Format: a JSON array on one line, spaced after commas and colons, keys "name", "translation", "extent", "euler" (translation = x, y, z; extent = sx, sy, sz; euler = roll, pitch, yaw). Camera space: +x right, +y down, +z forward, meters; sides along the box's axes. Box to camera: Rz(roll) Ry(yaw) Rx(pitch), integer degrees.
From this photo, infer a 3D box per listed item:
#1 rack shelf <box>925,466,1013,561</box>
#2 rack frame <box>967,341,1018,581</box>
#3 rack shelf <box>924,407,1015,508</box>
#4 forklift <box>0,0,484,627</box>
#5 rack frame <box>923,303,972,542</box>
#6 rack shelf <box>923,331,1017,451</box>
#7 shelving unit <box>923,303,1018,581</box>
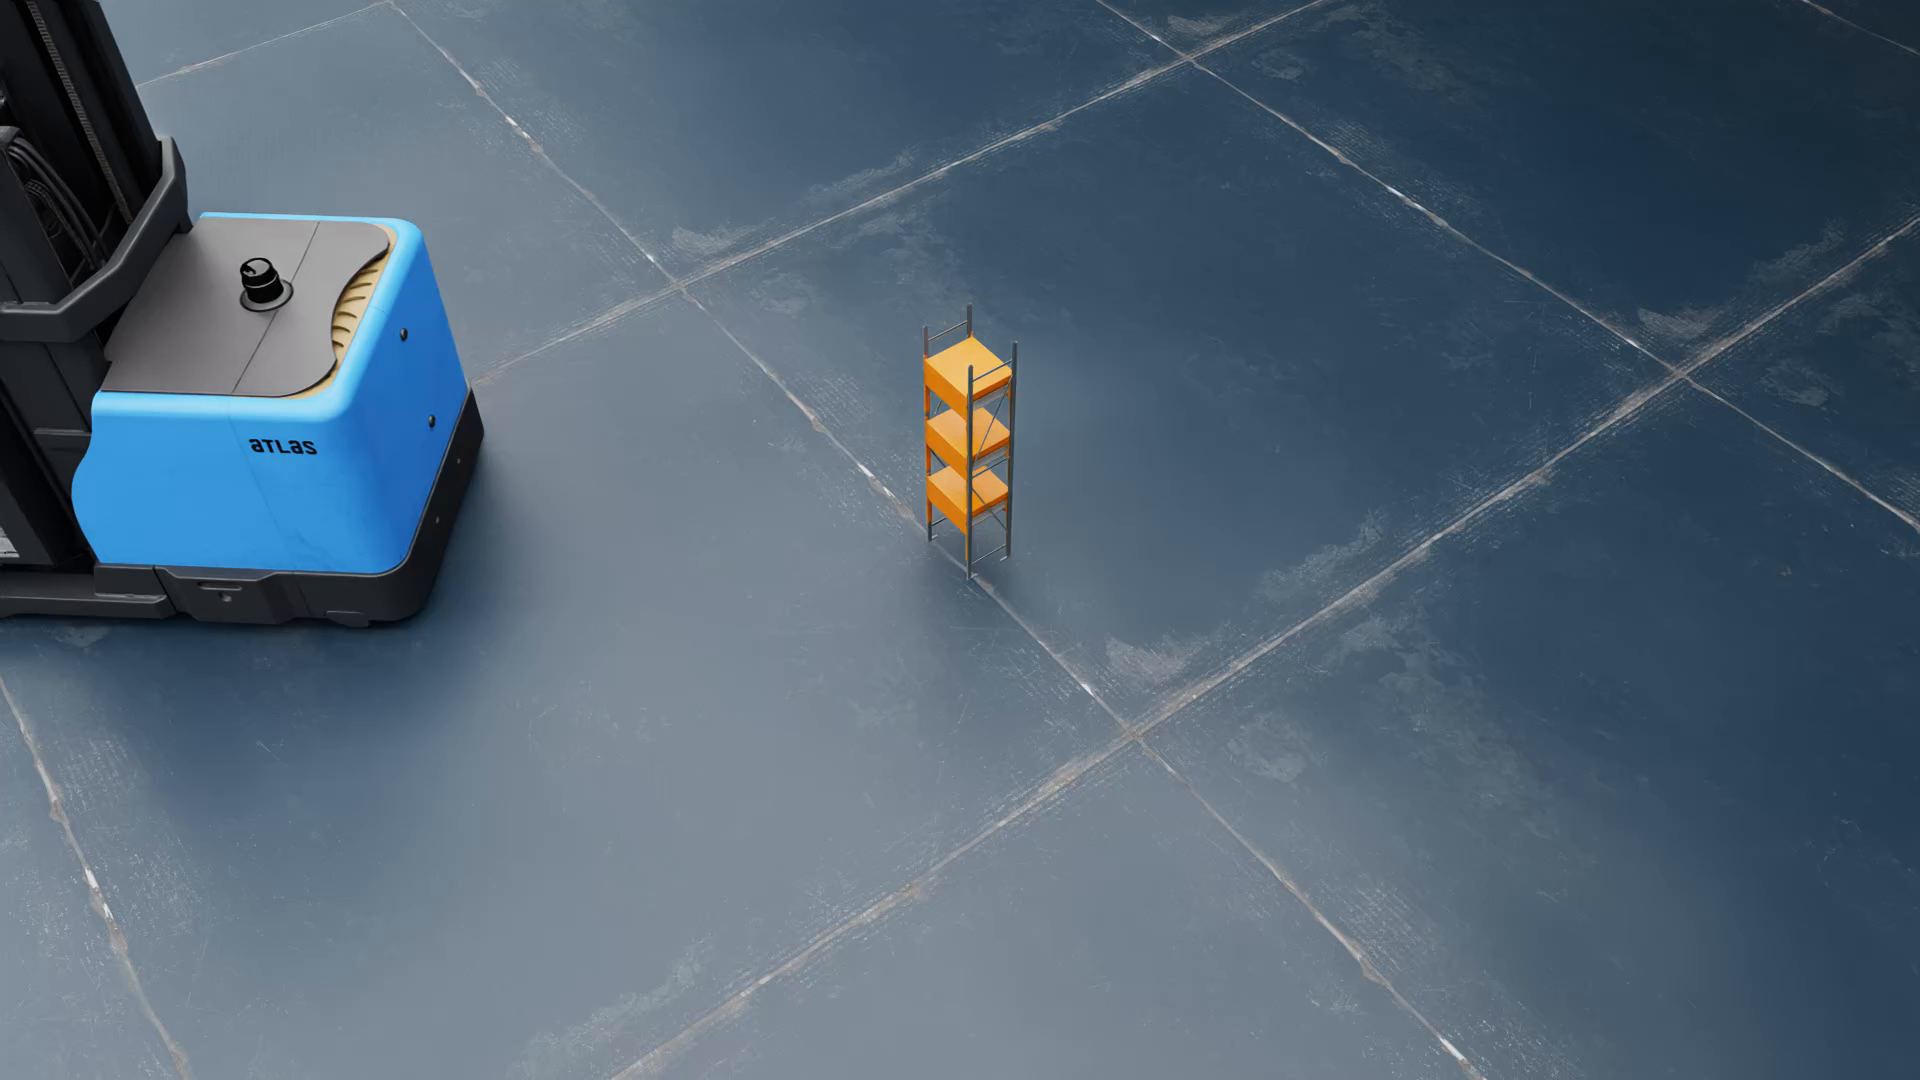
[{"name": "rack shelf", "translation": [0.032, -0.127, 6.046], "extent": [0.215, 0.259, 0.240], "euler": [-29, 54, -24]}, {"name": "rack frame", "translation": [0.106, -0.249, 5.767], "extent": [0.200, 1.050, 0.008], "euler": [-29, 54, -24]}, {"name": "rack shelf", "translation": [0.032, -0.314, 5.840], "extent": [0.215, 0.259, 0.240], "euler": [-29, 54, -24]}, {"name": "forklift", "translation": [-3.402, -1.092, 5.262], "extent": [3.031, 2.935, 1.130], "euler": [2, 48, 2]}, {"name": "rack frame", "translation": [-0.041, -0.393, 5.898], "extent": [0.200, 1.050, 0.008], "euler": [-29, 54, -24]}, {"name": "rack shelf", "translation": [0.032, -0.505, 5.630], "extent": [0.215, 0.259, 0.240], "euler": [-29, 54, -24]}, {"name": "shelving unit", "translation": [0.032, -0.321, 5.832], "extent": [0.215, 1.050, 0.252], "euler": [-29, 54, -24]}]
